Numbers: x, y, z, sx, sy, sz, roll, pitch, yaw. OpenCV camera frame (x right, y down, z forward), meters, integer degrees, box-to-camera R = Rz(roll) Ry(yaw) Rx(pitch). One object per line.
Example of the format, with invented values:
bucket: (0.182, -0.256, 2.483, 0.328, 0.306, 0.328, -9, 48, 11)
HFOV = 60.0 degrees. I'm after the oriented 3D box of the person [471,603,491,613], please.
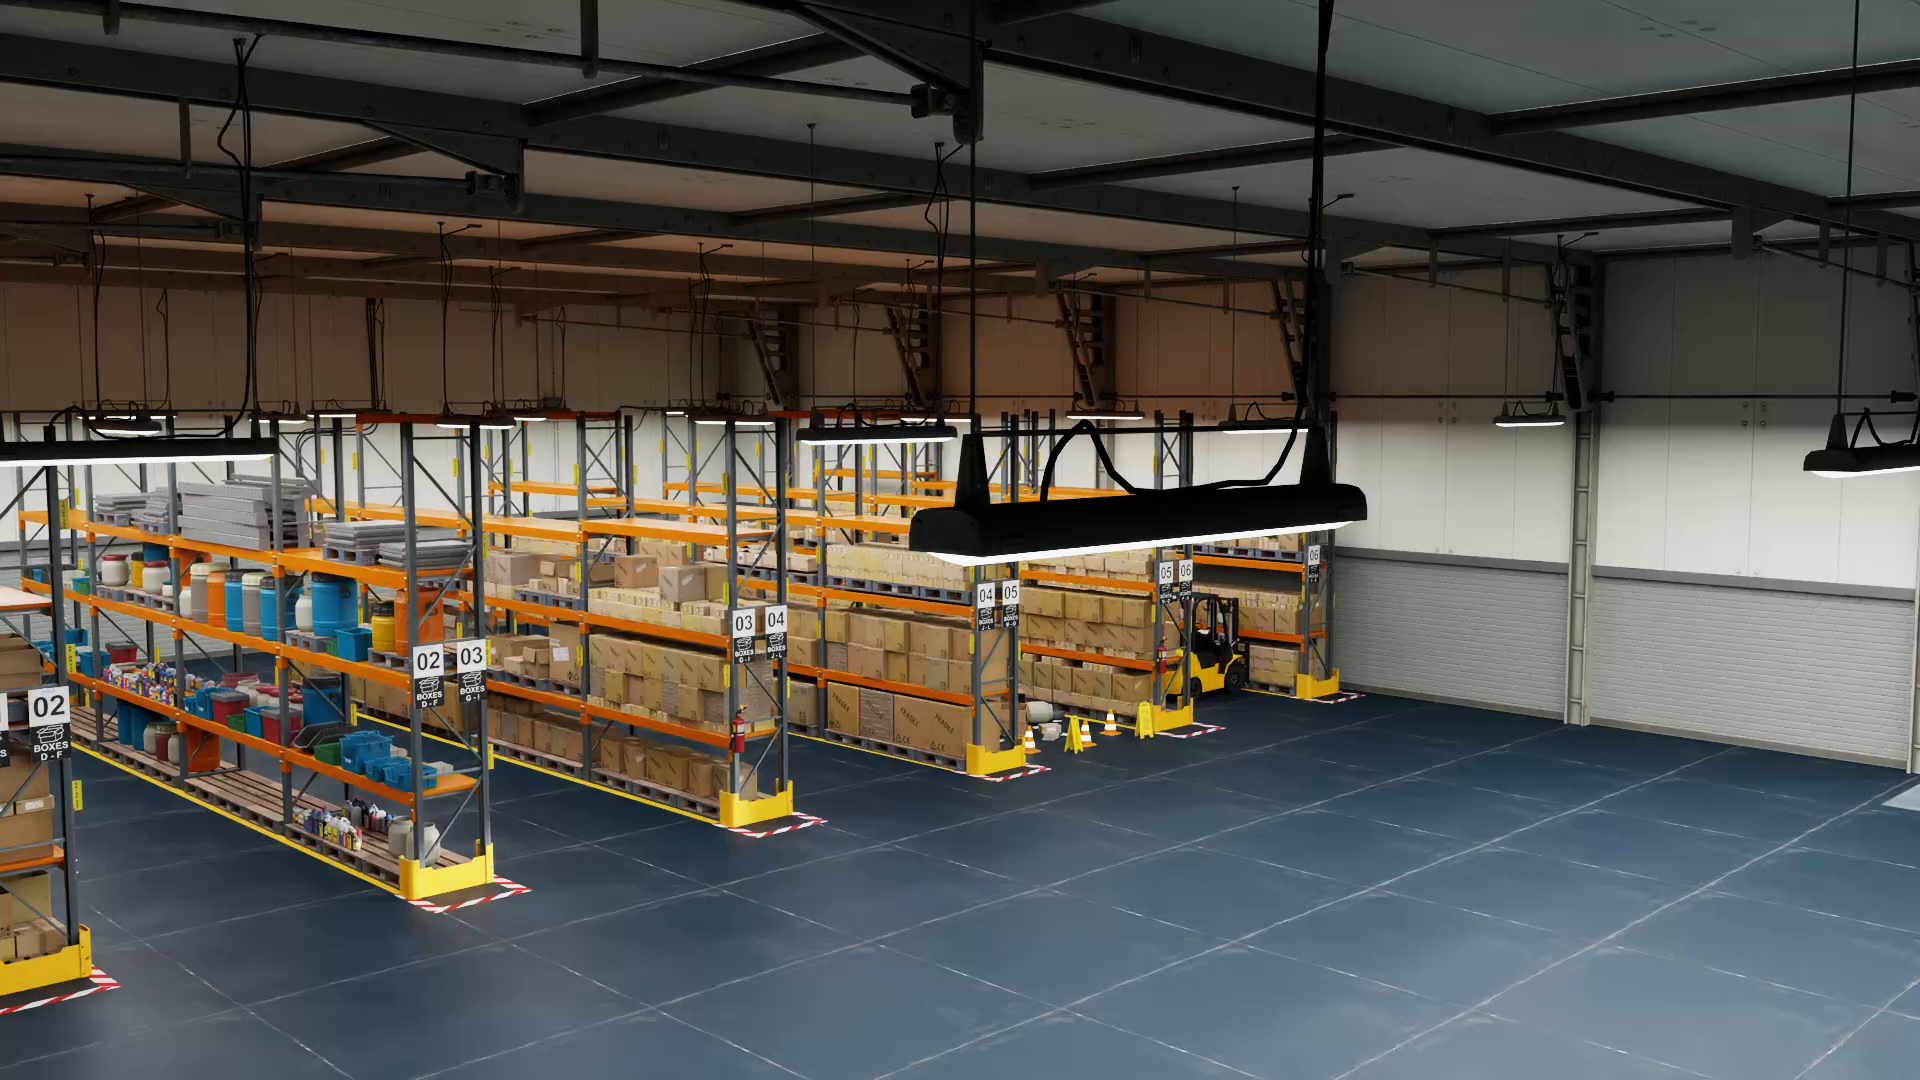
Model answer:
person: (-12.106, 1.865, 42.147, 0.569, 1.643, 0.589, -1, 5, -6)
